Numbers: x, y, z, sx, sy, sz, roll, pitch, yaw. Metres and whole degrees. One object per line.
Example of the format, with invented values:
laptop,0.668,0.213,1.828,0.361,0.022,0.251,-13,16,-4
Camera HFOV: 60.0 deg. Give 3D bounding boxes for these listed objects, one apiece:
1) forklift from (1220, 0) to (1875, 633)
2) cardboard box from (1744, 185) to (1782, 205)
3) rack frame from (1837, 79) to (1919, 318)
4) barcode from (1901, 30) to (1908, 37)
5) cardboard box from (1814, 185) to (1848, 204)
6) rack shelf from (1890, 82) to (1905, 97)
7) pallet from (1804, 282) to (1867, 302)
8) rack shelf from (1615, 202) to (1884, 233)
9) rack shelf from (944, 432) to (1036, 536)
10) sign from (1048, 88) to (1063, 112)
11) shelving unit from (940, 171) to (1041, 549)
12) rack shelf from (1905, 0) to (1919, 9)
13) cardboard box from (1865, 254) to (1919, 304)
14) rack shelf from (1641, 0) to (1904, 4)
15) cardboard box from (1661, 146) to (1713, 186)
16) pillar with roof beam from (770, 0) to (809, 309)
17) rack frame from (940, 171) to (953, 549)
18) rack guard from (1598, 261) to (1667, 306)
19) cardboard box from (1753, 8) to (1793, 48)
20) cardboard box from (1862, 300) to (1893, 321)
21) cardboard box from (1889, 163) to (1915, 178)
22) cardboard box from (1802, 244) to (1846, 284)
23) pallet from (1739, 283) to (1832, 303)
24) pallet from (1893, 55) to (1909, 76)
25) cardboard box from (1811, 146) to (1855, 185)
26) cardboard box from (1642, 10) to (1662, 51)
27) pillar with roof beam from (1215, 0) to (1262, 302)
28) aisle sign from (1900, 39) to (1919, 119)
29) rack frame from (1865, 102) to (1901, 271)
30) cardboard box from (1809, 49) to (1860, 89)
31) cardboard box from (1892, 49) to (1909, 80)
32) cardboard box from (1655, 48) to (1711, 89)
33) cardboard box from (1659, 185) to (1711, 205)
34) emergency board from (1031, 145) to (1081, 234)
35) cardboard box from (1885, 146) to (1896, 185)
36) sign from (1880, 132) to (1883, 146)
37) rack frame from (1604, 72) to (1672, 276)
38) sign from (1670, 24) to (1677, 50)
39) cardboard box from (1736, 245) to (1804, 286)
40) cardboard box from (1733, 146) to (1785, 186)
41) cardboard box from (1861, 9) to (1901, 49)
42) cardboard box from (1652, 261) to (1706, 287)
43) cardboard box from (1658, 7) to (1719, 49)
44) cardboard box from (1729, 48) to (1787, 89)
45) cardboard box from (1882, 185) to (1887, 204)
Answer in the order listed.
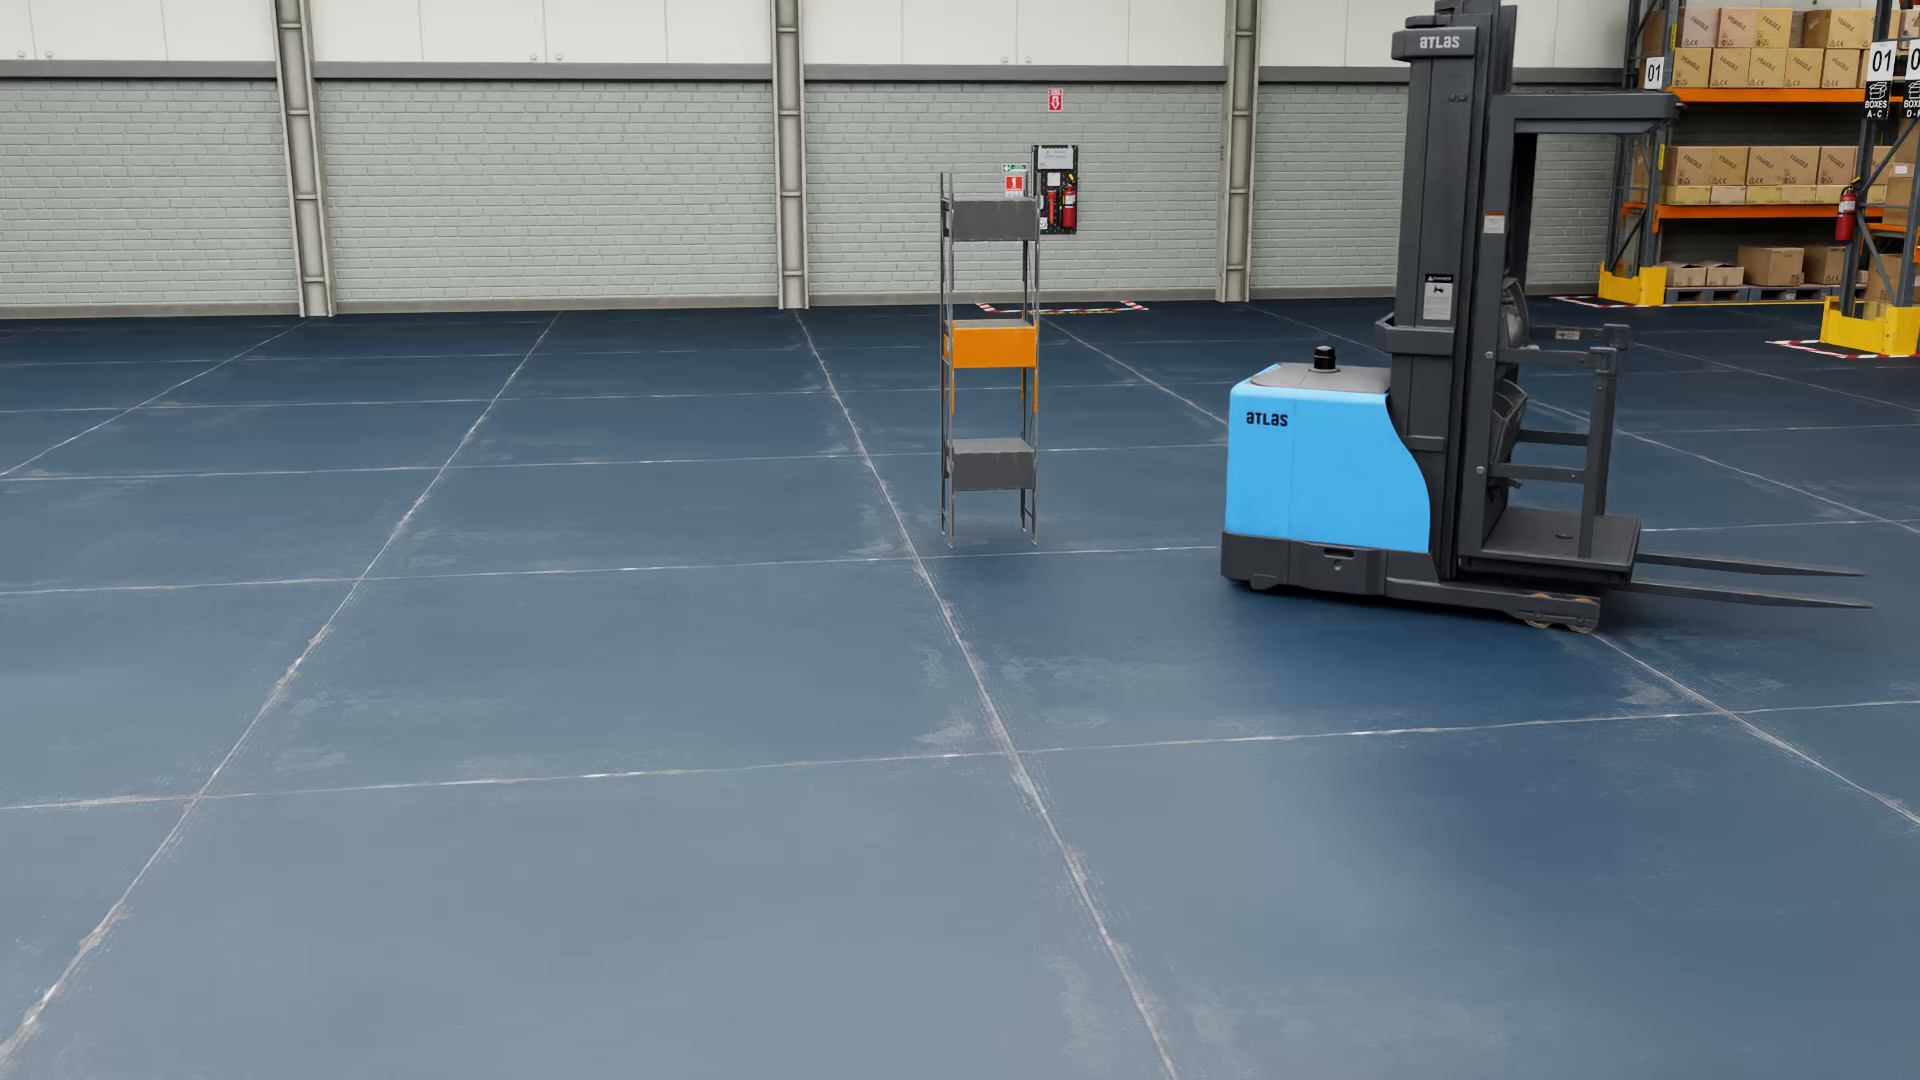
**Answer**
forklift,2.928,-1.125,8.181,3.031,2.935,1.130,6,15,23
cardboard box,10.648,-4.645,22.345,0.500,0.250,0.500,-2,14,-9
rack frame,9.844,-3.536,17.656,0.127,3.000,1.000,-2,14,-8
barcode,10.070,-5.400,17.726,0.075,0.075,0.001,-2,14,-8
cardboard box,11.645,-4.681,22.489,0.500,0.250,0.500,-2,14,-9
rack shelf,11.822,-4.715,17.667,4.000,0.370,1.077,-2,14,-8
pallet,12.399,-3.487,23.193,1.213,0.211,1.003,-2,14,-8
rack shelf,11.080,-4.451,22.783,4.000,0.370,1.077,-2,14,-8
rack shelf,0.164,-0.332,9.664,0.480,0.518,0.431,-2,14,-8
sign,1.260,-5.811,21.962,0.199,0.298,0.001,-2,14,-8
shelving unit,0.164,-1.024,9.490,0.503,2.100,0.431,-2,14,-8
rack shelf,15.035,-7.312,22.680,4.000,0.370,1.077,-2,14,-8
cardboard box,10.330,-2.861,18.211,0.500,0.500,0.500,-2,14,-8
rack shelf,11.080,-7.359,22.053,4.000,0.370,1.077,-2,14,-8
cardboard box,9.619,-4.973,22.112,0.500,0.500,0.500,-2,14,-8
pillar with roof beam,-1.559,-6.400,16.744,0.400,9.000,9.100,-2,14,-8
rack frame,-0.078,-1.016,9.455,0.015,2.100,0.400,-2,14,-8
rack guard,9.177,-3.518,22.721,0.348,0.500,1.175,-2,14,-8
cardboard box,10.528,-6.709,21.837,0.500,0.500,0.500,-2,14,-7
cardboard box,10.330,-2.497,18.300,0.500,0.250,0.500,-2,14,-8
cardboard box,10.193,-3.959,17.803,0.250,0.149,0.380,-2,14,-9
cardboard box,12.037,-3.826,23.047,0.500,0.500,0.500,-3,14,-13
pallet,11.190,-3.442,23.013,1.213,0.211,1.003,-2,14,-8
pallet,10.547,-4.968,17.379,1.213,0.211,1.003,-2,14,-8
cardboard box,11.644,-5.047,22.404,0.500,0.500,0.500,-3,14,-10
cardboard box,9.490,-6.804,22.218,0.500,0.500,0.500,-1,14,-6
pillar with roof beam,4.374,-6.618,17.611,0.400,9.000,9.100,-2,14,-8
aisle sign,9.825,-4.721,17.036,0.004,0.787,0.394,-2,14,-8
rack frame,13.058,-4.873,22.984,0.127,3.000,1.000,-2,14,-8
cardboard box,11.551,-6.263,22.118,0.500,0.500,0.500,-3,14,-11
cardboard box,12.593,-6.308,22.294,0.500,0.500,0.500,-2,14,-7
cardboard box,9.470,-6.193,21.835,0.500,0.500,0.500,-2,14,-7
cardboard box,9.632,-4.606,22.188,0.500,0.250,0.500,-3,14,-10
emergency board,1.283,-4.663,22.150,0.643,1.169,0.194,-2,14,-8
cardboard box,12.636,-5.082,22.544,0.500,0.500,0.500,-2,14,-8
sign,12.971,-5.568,23.375,0.005,0.325,0.100,-2,14,-8
rack frame,9.102,-4.728,22.406,0.127,3.000,1.000,-2,14,-8
sign,9.183,-6.476,21.415,0.005,0.325,0.100,-2,14,-8
cardboard box,11.096,-3.767,22.811,0.500,0.500,0.700,-3,14,-12
cardboard box,10.621,-5.006,22.242,0.500,0.500,0.500,-3,14,-10
cardboard box,12.059,-6.765,22.061,0.500,0.500,0.500,-1,14,-5
cardboard box,9.800,-3.640,22.694,0.500,0.311,0.500,-4,15,-15
cardboard box,9.519,-6.681,21.728,0.500,0.500,0.500,-3,14,-12
cardboard box,10.519,-6.223,21.958,0.500,0.500,0.500,-1,14,-6
cardboard box,12.634,-4.719,22.641,0.500,0.250,0.500,-2,14,-8
